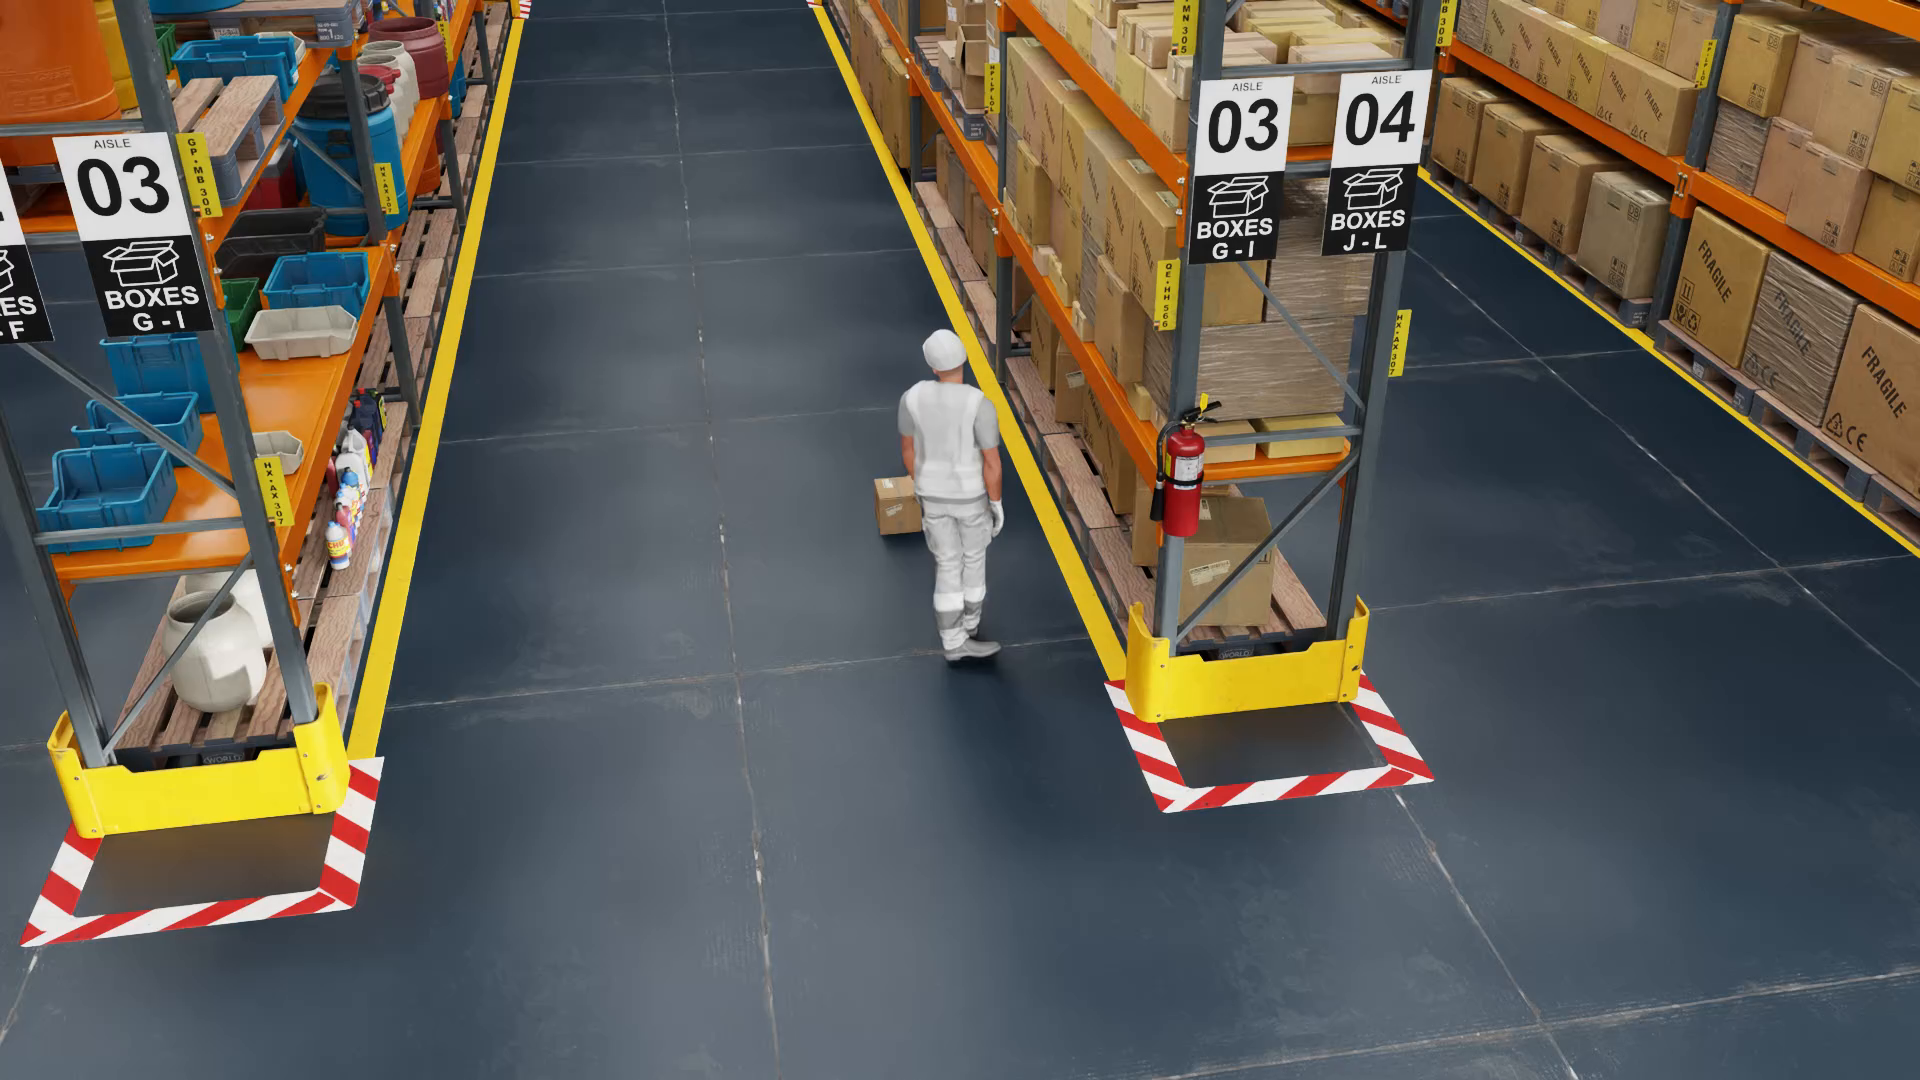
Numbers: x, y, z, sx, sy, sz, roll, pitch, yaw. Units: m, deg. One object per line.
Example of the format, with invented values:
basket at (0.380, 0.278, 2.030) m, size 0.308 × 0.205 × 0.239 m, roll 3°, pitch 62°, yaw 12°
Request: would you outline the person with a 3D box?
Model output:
person at (-0.023, -0.243, 8.535) m, size 0.586 × 1.778 × 0.586 m, roll 9°, pitch 32°, yaw 16°
